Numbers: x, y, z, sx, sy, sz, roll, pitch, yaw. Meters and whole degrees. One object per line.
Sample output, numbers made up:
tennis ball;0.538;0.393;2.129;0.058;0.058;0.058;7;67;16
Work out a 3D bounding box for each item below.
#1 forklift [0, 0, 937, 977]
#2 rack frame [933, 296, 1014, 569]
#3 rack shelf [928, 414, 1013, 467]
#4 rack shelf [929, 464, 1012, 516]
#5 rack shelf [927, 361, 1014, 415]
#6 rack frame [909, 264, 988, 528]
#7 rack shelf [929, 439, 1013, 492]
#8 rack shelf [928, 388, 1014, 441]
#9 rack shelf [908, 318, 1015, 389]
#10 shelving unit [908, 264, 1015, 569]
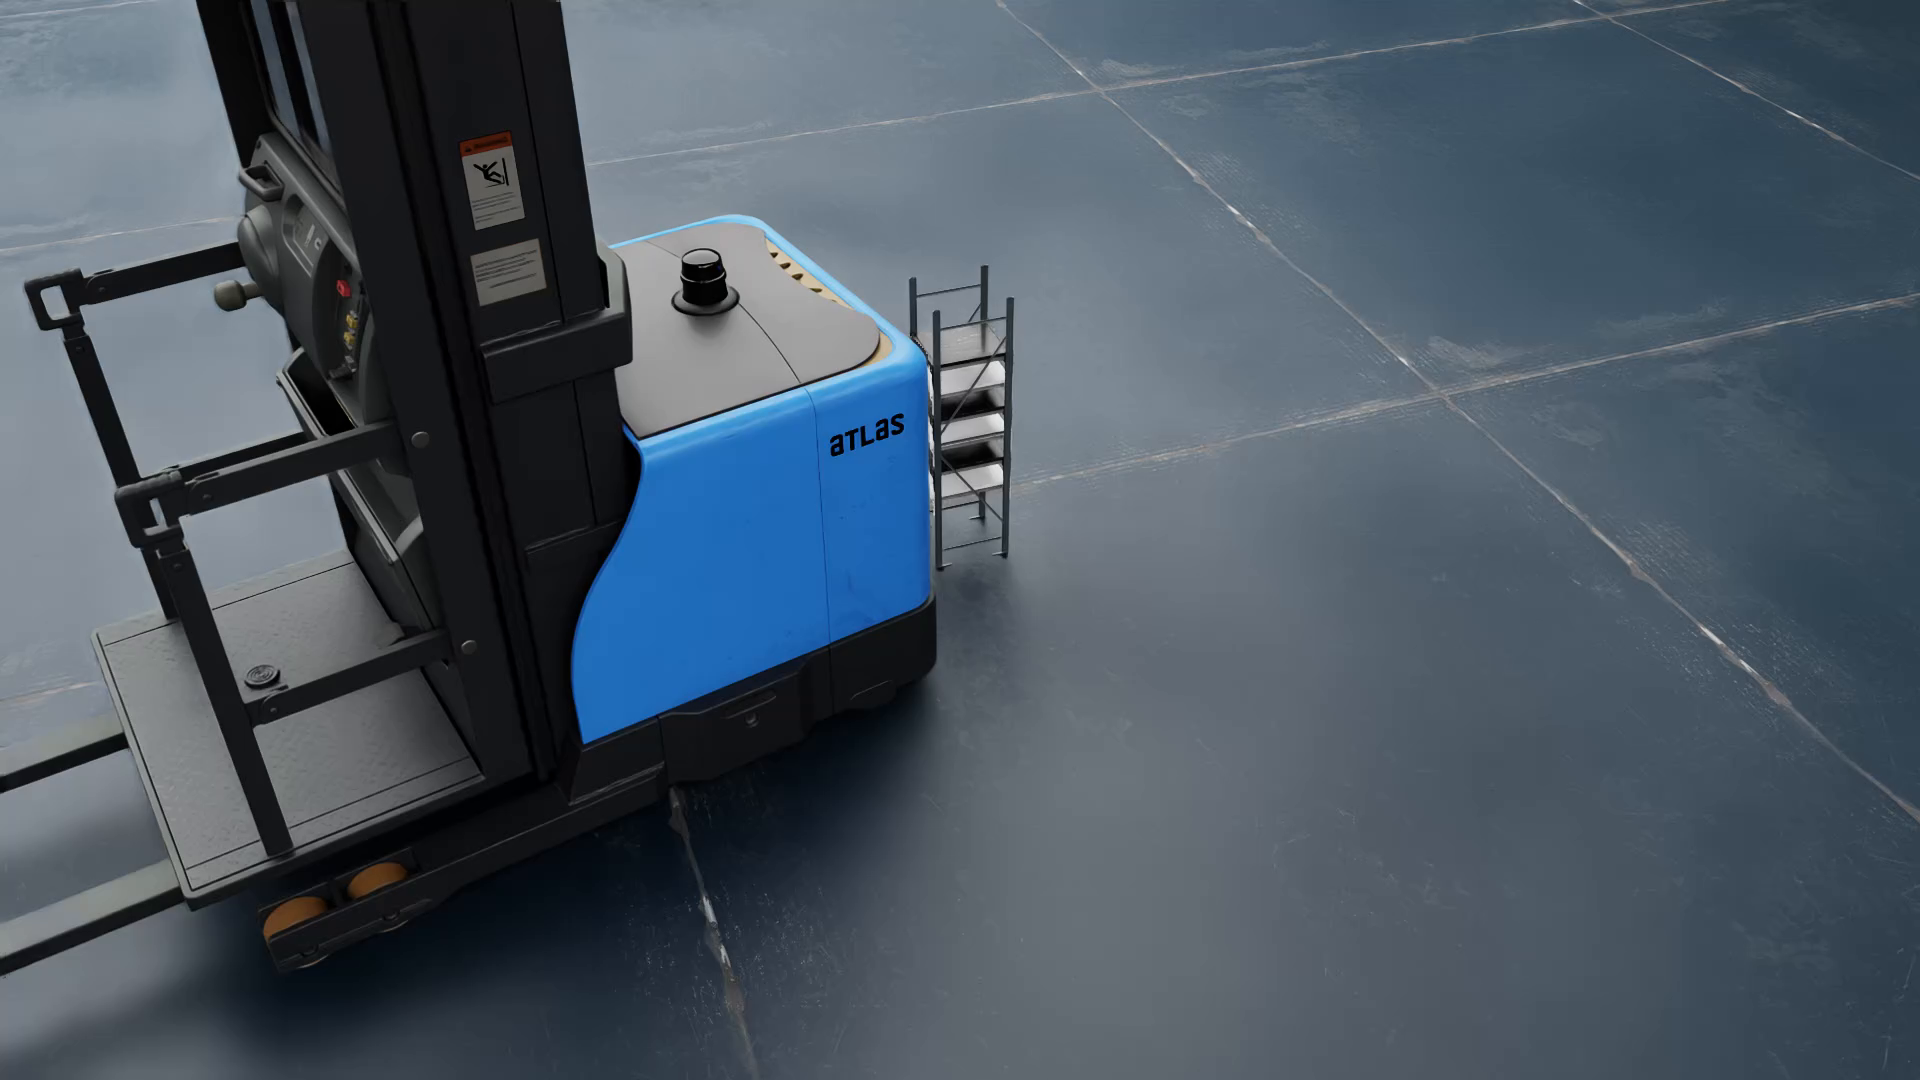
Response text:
forklift;-1.580;-0.530;3.517;3.031;2.935;1.130;-21;42;-26
rack frame;0.038;-0.297;4.897;0.240;0.900;0.006;-12;39;-16
rack shelf;0.003;-0.328;4.993;0.258;0.077;0.200;-12;39;-16
rack shelf;0.003;-0.184;5.102;0.258;0.077;0.200;-12;39;-16
rack shelf;0.003;-0.472;4.885;0.258;0.077;0.200;-12;39;-16
rack frame;-0.032;-0.412;5.049;0.240;0.900;0.006;-12;39;-16
rack shelf;0.003;-0.256;5.047;0.258;0.077;0.200;-12;39;-16
rack shelf;0.003;-0.400;4.939;0.258;0.077;0.200;-12;39;-16
rack shelf;0.003;-0.544;4.831;0.258;0.077;0.200;-12;39;-16
shelving unit;0.003;-0.355;4.973;0.258;0.900;0.210;-12;39;-16
